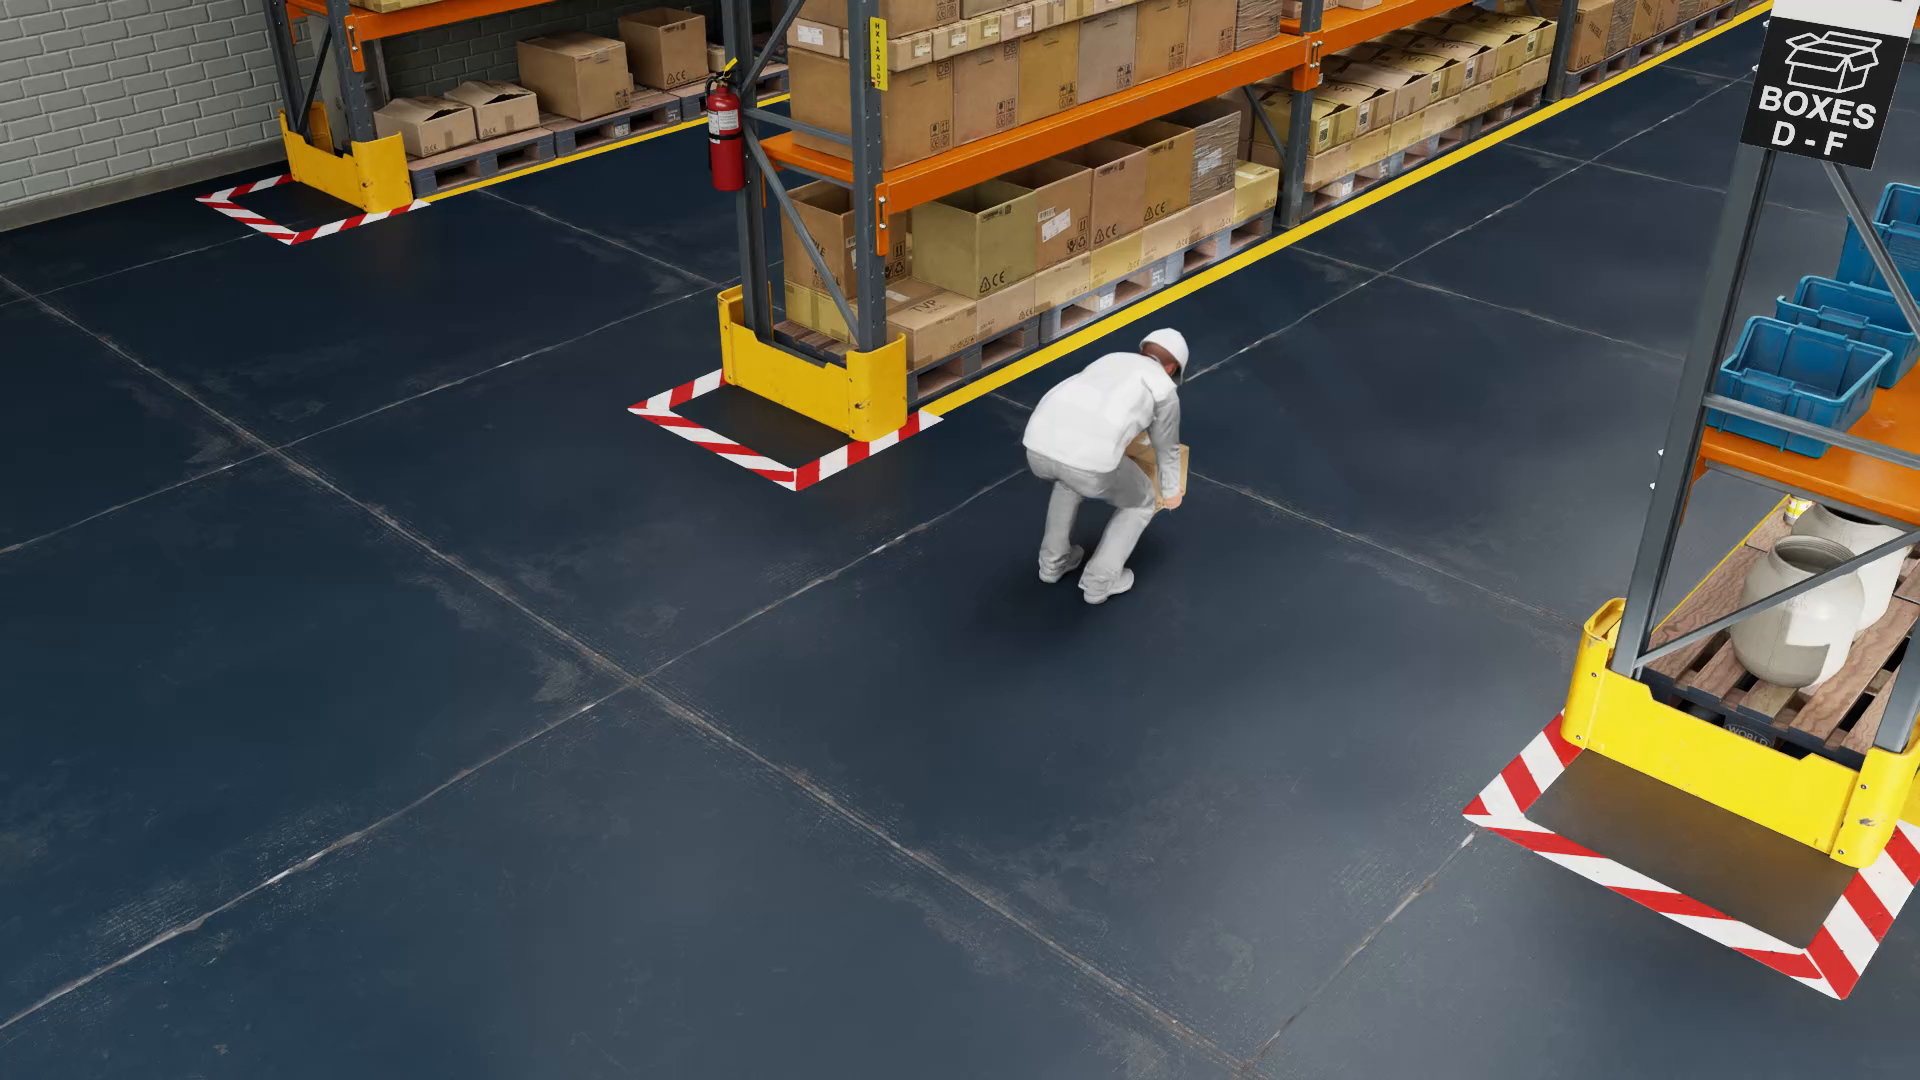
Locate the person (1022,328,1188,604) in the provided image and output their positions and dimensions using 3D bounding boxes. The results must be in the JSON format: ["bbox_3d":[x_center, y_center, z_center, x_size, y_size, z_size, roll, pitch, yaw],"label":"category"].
[{"bbox_3d":[0.682,-0.334,7.386,0.513,1.025,0.997,23,38,33],"label":"person"}]
